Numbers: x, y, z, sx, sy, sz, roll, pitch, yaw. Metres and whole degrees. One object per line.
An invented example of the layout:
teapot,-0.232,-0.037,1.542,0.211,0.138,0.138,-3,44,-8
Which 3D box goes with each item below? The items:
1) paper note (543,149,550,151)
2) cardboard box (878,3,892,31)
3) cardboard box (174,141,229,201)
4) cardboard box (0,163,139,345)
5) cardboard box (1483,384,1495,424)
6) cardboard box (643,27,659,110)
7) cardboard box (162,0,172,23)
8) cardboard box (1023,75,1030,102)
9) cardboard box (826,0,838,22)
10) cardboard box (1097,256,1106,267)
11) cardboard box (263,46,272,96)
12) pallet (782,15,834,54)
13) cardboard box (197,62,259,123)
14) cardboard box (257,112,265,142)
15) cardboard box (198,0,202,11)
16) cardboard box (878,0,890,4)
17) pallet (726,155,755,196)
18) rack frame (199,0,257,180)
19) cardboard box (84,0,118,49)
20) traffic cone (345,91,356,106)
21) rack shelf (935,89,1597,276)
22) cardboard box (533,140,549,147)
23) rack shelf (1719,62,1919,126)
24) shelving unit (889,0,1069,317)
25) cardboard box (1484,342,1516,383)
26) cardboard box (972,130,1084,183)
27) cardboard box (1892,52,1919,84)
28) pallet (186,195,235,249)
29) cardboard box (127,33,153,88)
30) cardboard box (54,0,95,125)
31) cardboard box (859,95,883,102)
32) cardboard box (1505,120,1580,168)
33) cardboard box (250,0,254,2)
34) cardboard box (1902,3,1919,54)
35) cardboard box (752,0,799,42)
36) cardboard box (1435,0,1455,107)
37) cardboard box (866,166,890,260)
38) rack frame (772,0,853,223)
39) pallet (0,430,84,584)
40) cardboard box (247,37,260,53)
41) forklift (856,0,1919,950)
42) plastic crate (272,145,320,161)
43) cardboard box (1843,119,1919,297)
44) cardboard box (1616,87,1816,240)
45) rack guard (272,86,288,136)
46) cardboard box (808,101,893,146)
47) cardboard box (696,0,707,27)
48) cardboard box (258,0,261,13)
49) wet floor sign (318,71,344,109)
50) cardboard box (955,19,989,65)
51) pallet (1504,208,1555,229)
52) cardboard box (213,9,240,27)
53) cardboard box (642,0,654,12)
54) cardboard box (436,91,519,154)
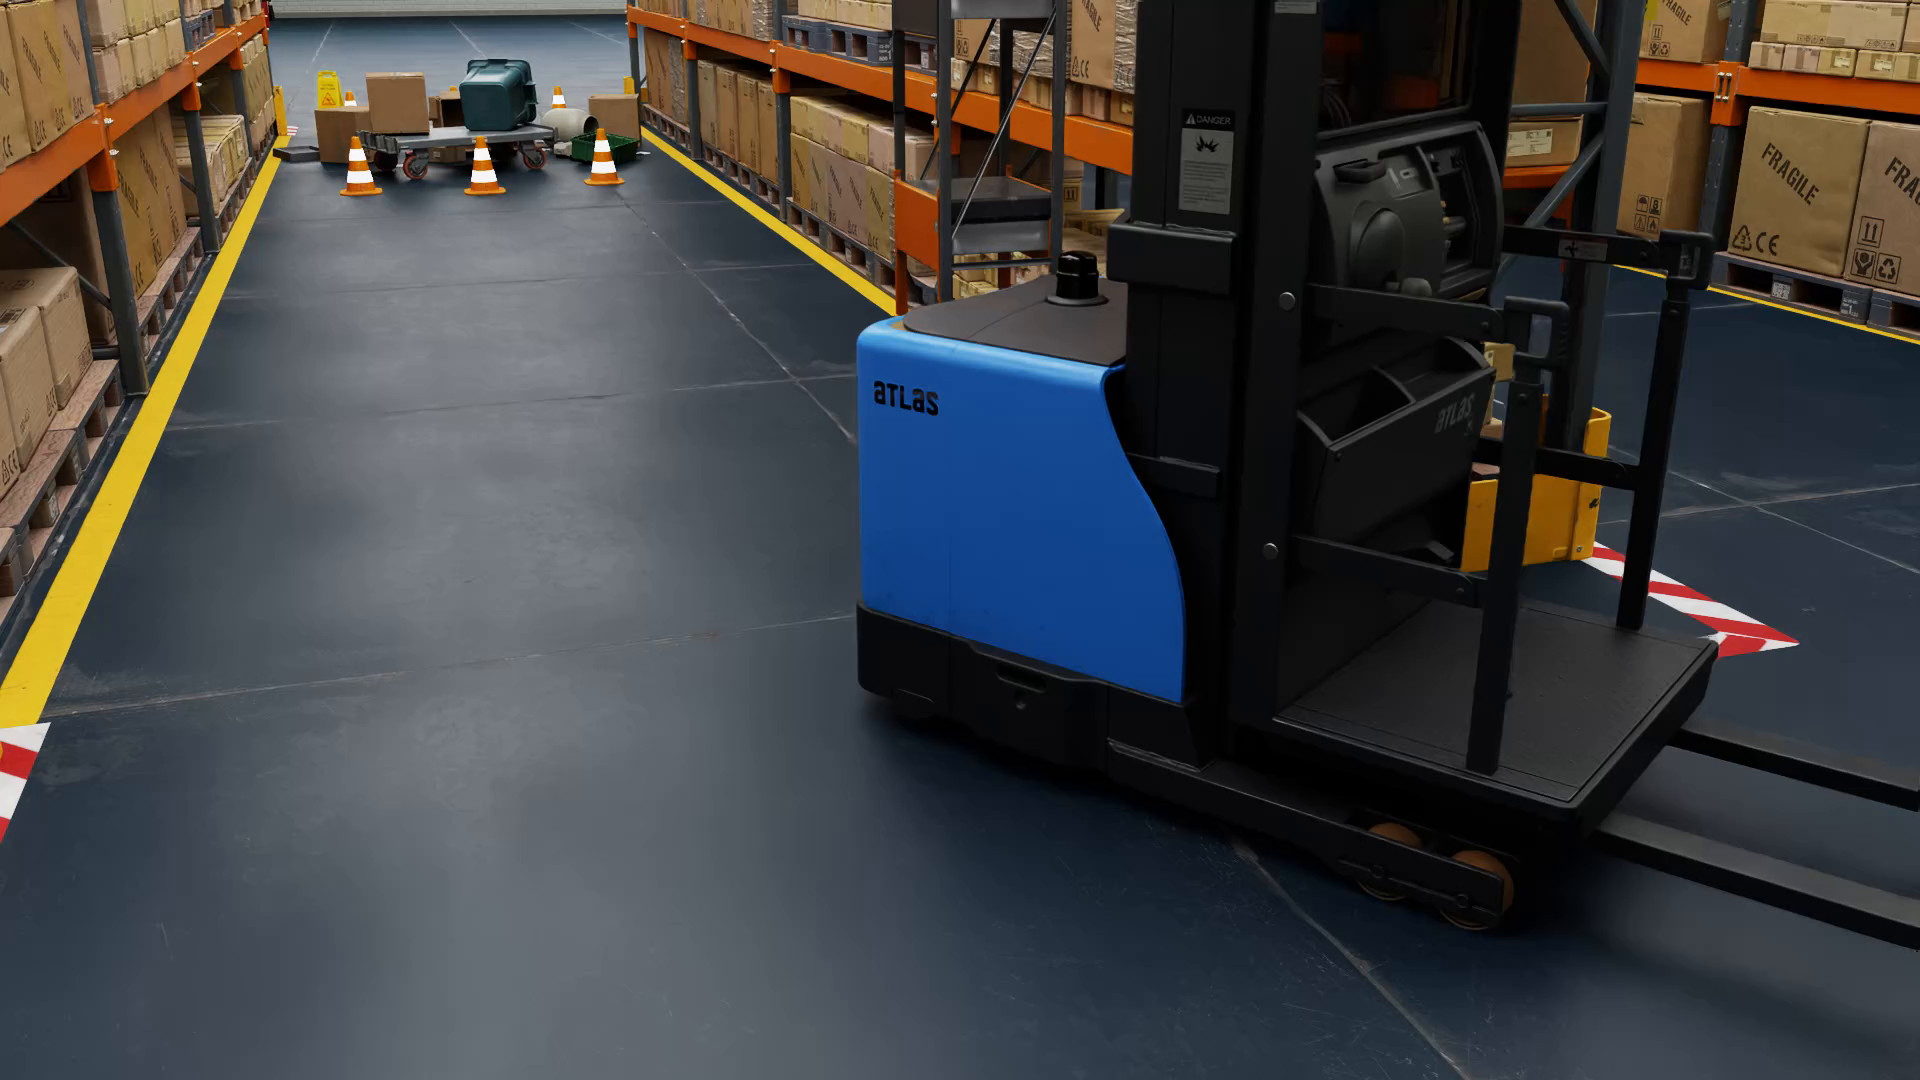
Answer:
paper note,-4.306,-4.012,17.053,0.172,0.023,0.155,1,20,2
cardboard box,-0.270,-3.123,9.924,0.380,0.149,0.250,-7,21,-20
cardboard box,-5.959,-2.709,12.288,0.950,0.372,0.625,-7,21,-18
cardboard box,-4.565,-1.434,7.994,0.875,0.875,0.875,-6,21,-16
cardboard box,1.709,-0.512,6.061,0.380,0.149,0.250,-5,20,-15
cardboard box,-3.123,-5.443,19.154,0.875,0.875,0.875,-6,21,-17
cardboard box,-4.994,-3.202,9.876,0.500,0.250,0.500,-7,21,-19
cardboard box,0.517,-2.118,7.747,0.380,0.149,0.250,-7,21,-20
cardboard box,-0.680,-3.543,11.095,0.380,0.149,0.250,-5,20,-15
cardboard box,0.711,-1.187,7.500,0.380,0.149,0.250,-7,21,-19
cardboard box,-7.567,-4.924,17.526,0.500,0.500,0.500,-6,21,-17
pallet,-0.559,-3.581,11.732,1.213,0.211,1.003,-6,21,-17
cardboard box,-6.738,-4.088,15.198,0.500,0.500,0.500,-5,20,-15
cardboard box,-6.917,-3.905,15.798,0.500,0.250,0.500,-5,20,-14
cardboard box,-5.939,-4.057,12.525,0.380,0.149,0.250,-6,21,-15
cardboard box,-0.269,-3.266,9.882,0.380,0.149,0.250,-8,21,-20
pallet,-1.440,-3.228,14.590,1.003,0.211,1.213,-6,21,-17
rack frame,-6.809,-4.613,14.323,1.000,3.000,0.127,-6,21,-17
cardboard box,-4.165,-2.382,7.593,0.500,0.250,0.500,-7,21,-19
traffic cone,-6.706,-4.702,18.323,0.336,0.463,0.334,-6,21,-17
rack shelf,1.002,-1.624,7.065,1.077,0.370,4.000,-6,21,-17
cardboard box,-4.430,-4.241,17.331,0.396,0.266,0.258,-3,20,-8
rack shelf,5.742,-2.119,8.442,1.077,0.370,4.000,-6,21,-17
shelving unit,0.052,-0.935,5.414,0.431,2.100,0.503,-6,21,-17
cardboard box,1.788,-0.661,6.036,0.380,0.149,0.250,-7,21,-20
cardboard box,0.391,-2.244,9.694,0.500,0.250,0.500,-7,21,-20
cardboard box,5.221,-2.516,8.854,0.380,0.149,0.250,-7,21,-18
pallet,-5.796,-2.268,11.920,1.003,0.211,1.213,-6,21,-17
cardboard box,-4.492,-2.477,8.597,0.500,0.250,0.500,-7,21,-18
cardboard box,-3.906,-1.972,6.820,0.500,0.500,0.500,-6,21,-17
cardboard box,-0.420,-3.071,11.996,0.500,0.250,0.500,-7,21,-18
cardboard box,1.840,-1.342,5.586,0.380,0.149,0.250,-7,21,-18
cardboard box,-7.327,-5.617,16.530,0.500,0.500,0.500,-6,21,-17
cardboard box,5.332,-2.664,8.678,0.500,0.250,0.500,-6,21,-16
cardboard box,-1.281,-4.051,12.610,0.500,0.500,0.500,-6,21,-17
cardboard box,1.245,-1.625,5.415,0.500,0.500,0.500,-6,21,-16
cardboard box,-0.260,-2.001,10.127,0.500,0.500,0.500,-7,21,-18
rack frame,-0.884,-3.888,12.304,1.000,3.000,0.127,-6,21,-17
pallet,-3.743,-0.089,5.853,1.003,0.211,1.213,-6,21,-17
cardboard box,-7.230,-4.953,16.646,0.380,0.149,0.250,-5,20,-15
forklift,1.192,-0.743,3.648,3.031,2.935,1.130,15,24,35
plastic crate,-6.524,-3.830,16.462,0.402,0.080,0.583,-15,25,-36
cardboard box,5.528,-1.788,8.978,0.875,0.875,0.875,-6,21,-17
cardboard box,4.893,-2.500,10.961,1.225,0.875,0.875,-6,21,-17
rack guard,-8.042,-4.696,18.252,1.175,0.500,0.348,-6,21,-17
cardboard box,-0.738,-2.853,11.388,0.500,0.250,0.500,-7,21,-18
cardboard box,-2.072,-4.860,14.861,0.500,0.500,0.500,-6,21,-17
cardboard box,-7.561,-5.612,17.475,0.380,0.149,0.250,-7,21,-18
wet floor sign,-7.110,-4.964,18.781,0.267,0.644,0.232,1,20,2
cardboard box,0.289,-2.606,8.146,0.500,0.500,0.500,-7,21,-18
pallet,4.412,-2.419,12.338,1.003,0.211,1.213,-6,21,-17
cardboard box,-6.603,-4.630,14.742,0.380,0.149,0.250,-6,21,-17
cardboard box,-2.989,-6.045,18.086,0.875,0.550,0.550,-6,21,-17
cardboard box,-4.809,-4.192,16.643,0.797,0.637,0.503,-6,21,-17
